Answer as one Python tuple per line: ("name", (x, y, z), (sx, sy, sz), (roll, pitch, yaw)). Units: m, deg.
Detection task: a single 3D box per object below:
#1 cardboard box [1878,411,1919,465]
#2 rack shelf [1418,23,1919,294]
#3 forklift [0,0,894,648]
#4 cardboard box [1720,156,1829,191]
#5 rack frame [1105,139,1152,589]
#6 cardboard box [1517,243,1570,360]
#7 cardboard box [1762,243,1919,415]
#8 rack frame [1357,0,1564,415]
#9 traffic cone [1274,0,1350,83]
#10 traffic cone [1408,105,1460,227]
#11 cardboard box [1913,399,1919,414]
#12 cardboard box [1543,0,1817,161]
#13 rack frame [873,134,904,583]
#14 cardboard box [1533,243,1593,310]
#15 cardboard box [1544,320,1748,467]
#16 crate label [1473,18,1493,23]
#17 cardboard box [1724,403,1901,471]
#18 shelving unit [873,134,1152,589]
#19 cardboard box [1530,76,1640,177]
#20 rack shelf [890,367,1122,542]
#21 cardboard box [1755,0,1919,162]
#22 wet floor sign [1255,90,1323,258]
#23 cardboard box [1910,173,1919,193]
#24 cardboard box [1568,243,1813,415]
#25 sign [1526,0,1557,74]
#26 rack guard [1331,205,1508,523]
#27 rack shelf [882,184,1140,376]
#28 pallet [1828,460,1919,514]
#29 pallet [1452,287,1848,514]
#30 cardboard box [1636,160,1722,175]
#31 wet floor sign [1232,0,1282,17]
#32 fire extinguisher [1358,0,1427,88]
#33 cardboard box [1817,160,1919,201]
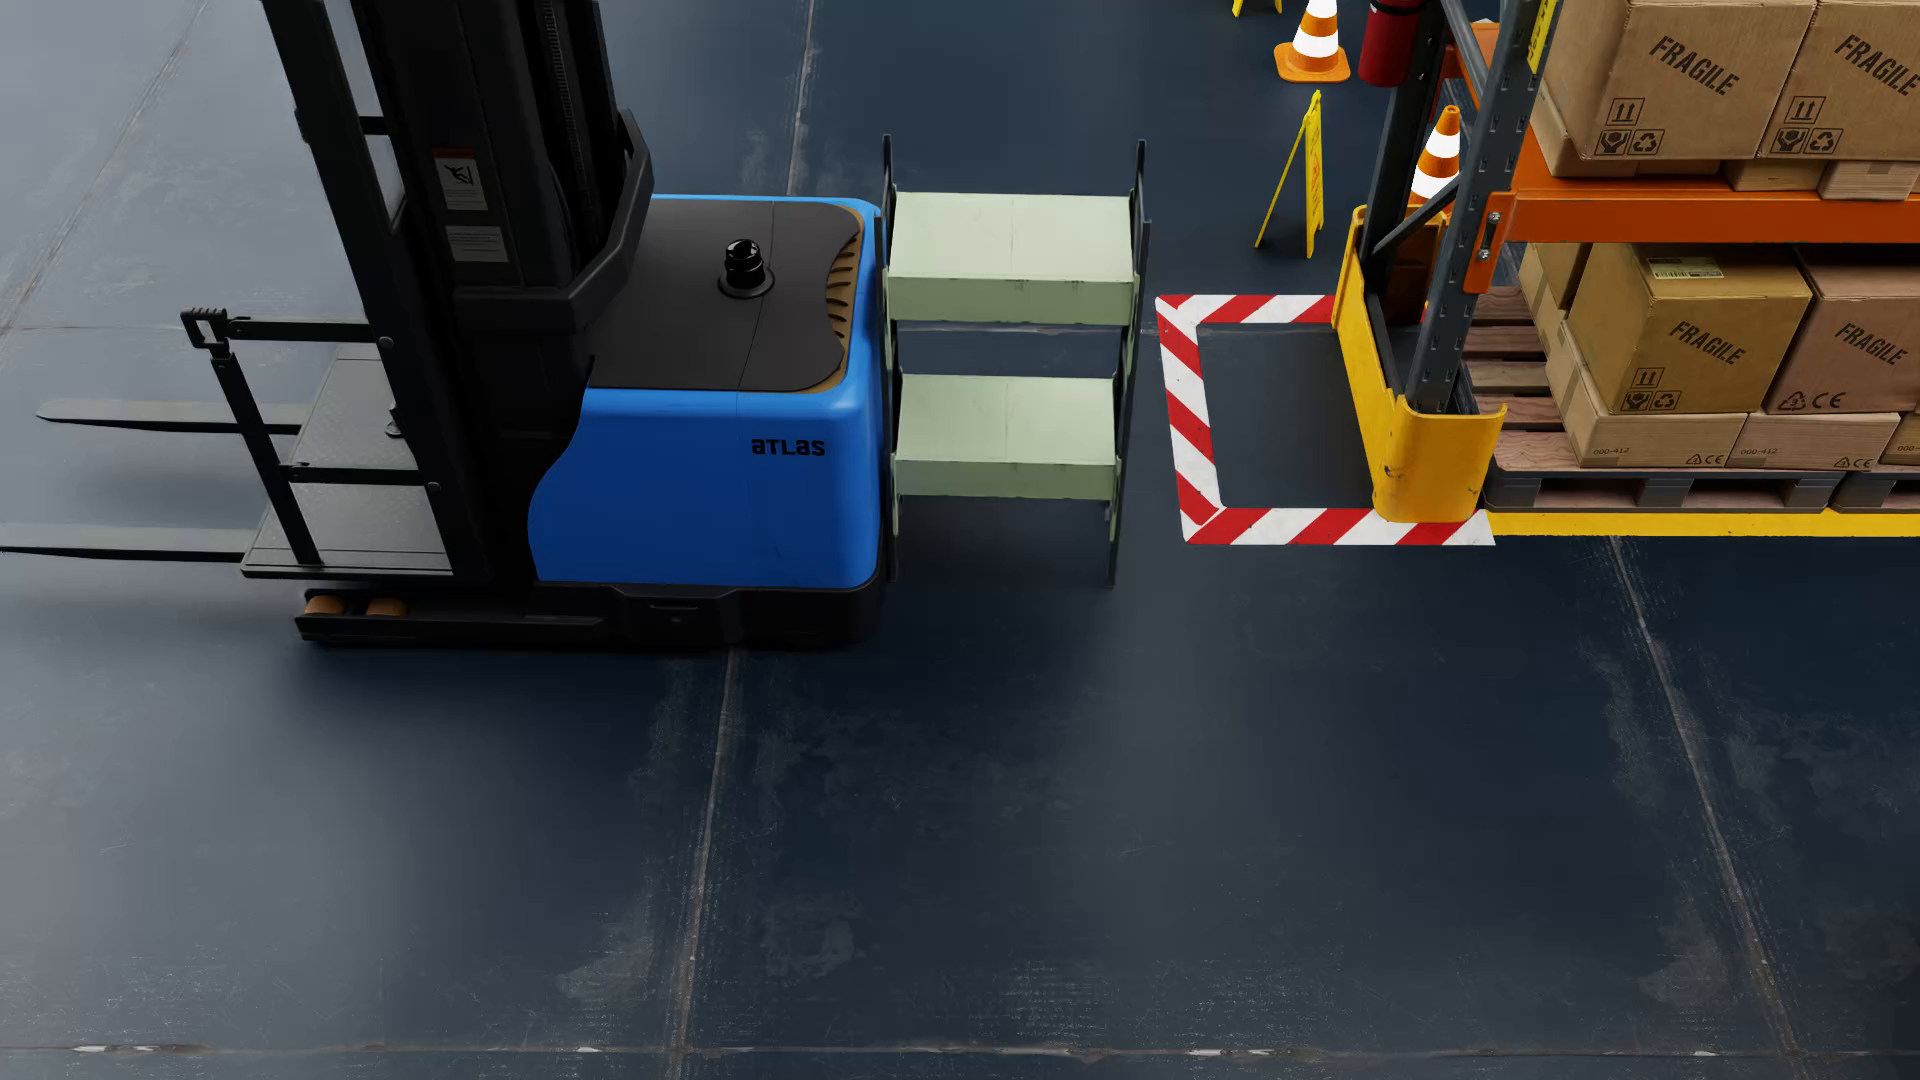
("cardboard box", (3.421, -0.513, 5.770), (0.500, 0.250, 0.500), (3, 47, 3))
("rack shelf", (3.559, -1.260, 5.365), (4.000, 0.370, 1.077), (0, 47, 0))
("forklift", (-1.753, -1.045, 4.720), (3.031, 2.935, 1.130), (1, 47, 1))
("cardboard box", (2.415, -1.222, 5.010), (0.250, 0.149, 0.380), (-1, 47, -1))
("rack frame", (0.515, -0.493, 5.184), (0.023, 1.500, 0.400), (1, 47, 1))
("cardboard box", (2.392, -0.911, 6.141), (0.500, 0.250, 0.500), (0, 47, 0))
("cardboard box", (2.911, -0.770, 5.497), (0.500, 0.500, 0.500), (-1, 47, -1))
("rack frame", (1.559, -1.511, 5.107), (0.127, 3.000, 1.000), (0, 47, 0))
("traffic cone", (1.658, -2.403, 7.670), (0.334, 0.463, 0.336), (0, 47, 0))
("traffic cone", (1.994, -1.589, 6.913), (0.334, 0.463, 0.336), (0, 47, 0))
("cardboard box", (3.413, -0.762, 5.490), (0.500, 0.500, 0.500), (1, 47, 1))
("cardboard box", (2.032, -1.442, 4.771), (0.500, 0.500, 0.500), (0, 47, 0))
("rack frame", (-0.217, -0.512, 5.202), (0.023, 1.500, 0.400), (1, 47, 1))
("cardboard box", (2.361, -1.161, 5.861), (0.500, 0.500, 0.500), (0, 47, 0))
("cardboard box", (2.365, -0.512, 5.769), (0.500, 0.250, 0.500), (0, 47, 0))
("crate label", (2.444, -2.335, 7.830), (0.298, 0.136, 0.250), (-23, 51, -20))
("cardboard box", (2.875, -0.505, 5.763), (0.500, 0.250, 0.500), (2, 47, 2))
("shelving unit", (0.149, -0.503, 5.193), (0.755, 1.500, 0.431), (1, 47, 1))
("cardboard box", (1.898, -1.272, 5.057), (0.250, 0.149, 0.380), (0, 47, 0))
("rack shelf", (0.149, -0.281, 5.432), (0.720, 0.370, 0.431), (1, 47, 1))
("cardboard box", (2.550, -1.443, 4.772), (0.500, 0.500, 0.500), (1, 47, 1))
("wet floor sign", (1.373, -1.492, 6.698), (0.232, 0.644, 0.267), (15, 49, 14))
("cardboard box", (2.928, -1.212, 5.000), (0.250, 0.149, 0.380), (1, 47, 1))
("cardboard box", (2.388, -0.768, 5.495), (0.500, 0.500, 0.500), (-1, 47, -1))
("sign", (1.557, -1.408, 4.420), (0.005, 0.325, 0.100), (0, 47, 0))
("rack guard", (1.635, -0.659, 6.022), (0.348, 0.500, 1.175), (0, 47, 0))
("rack shelf", (0.149, -0.769, 4.908), (0.720, 0.370, 0.431), (1, 47, 1))
("pallet", (3.664, -0.527, 6.096), (1.213, 0.211, 1.003), (0, 47, 0))
("pallet", (2.447, -0.532, 6.101), (1.213, 0.211, 1.003), (0, 47, 0))
("cardboard box", (2.150, -1.282, 5.066), (0.250, 0.149, 0.380), (1, 47, 1))
("wet floor sign", (1.440, -2.883, 7.992), (0.232, 0.644, 0.267), (-7, 47, -7))
("fire extinguisher", (1.446, -1.822, 5.449), (0.183, 0.674, 0.296), (0, 47, 0))
("cardboard box", (2.669, -1.188, 4.978), (0.250, 0.149, 0.380), (1, 47, 1))
